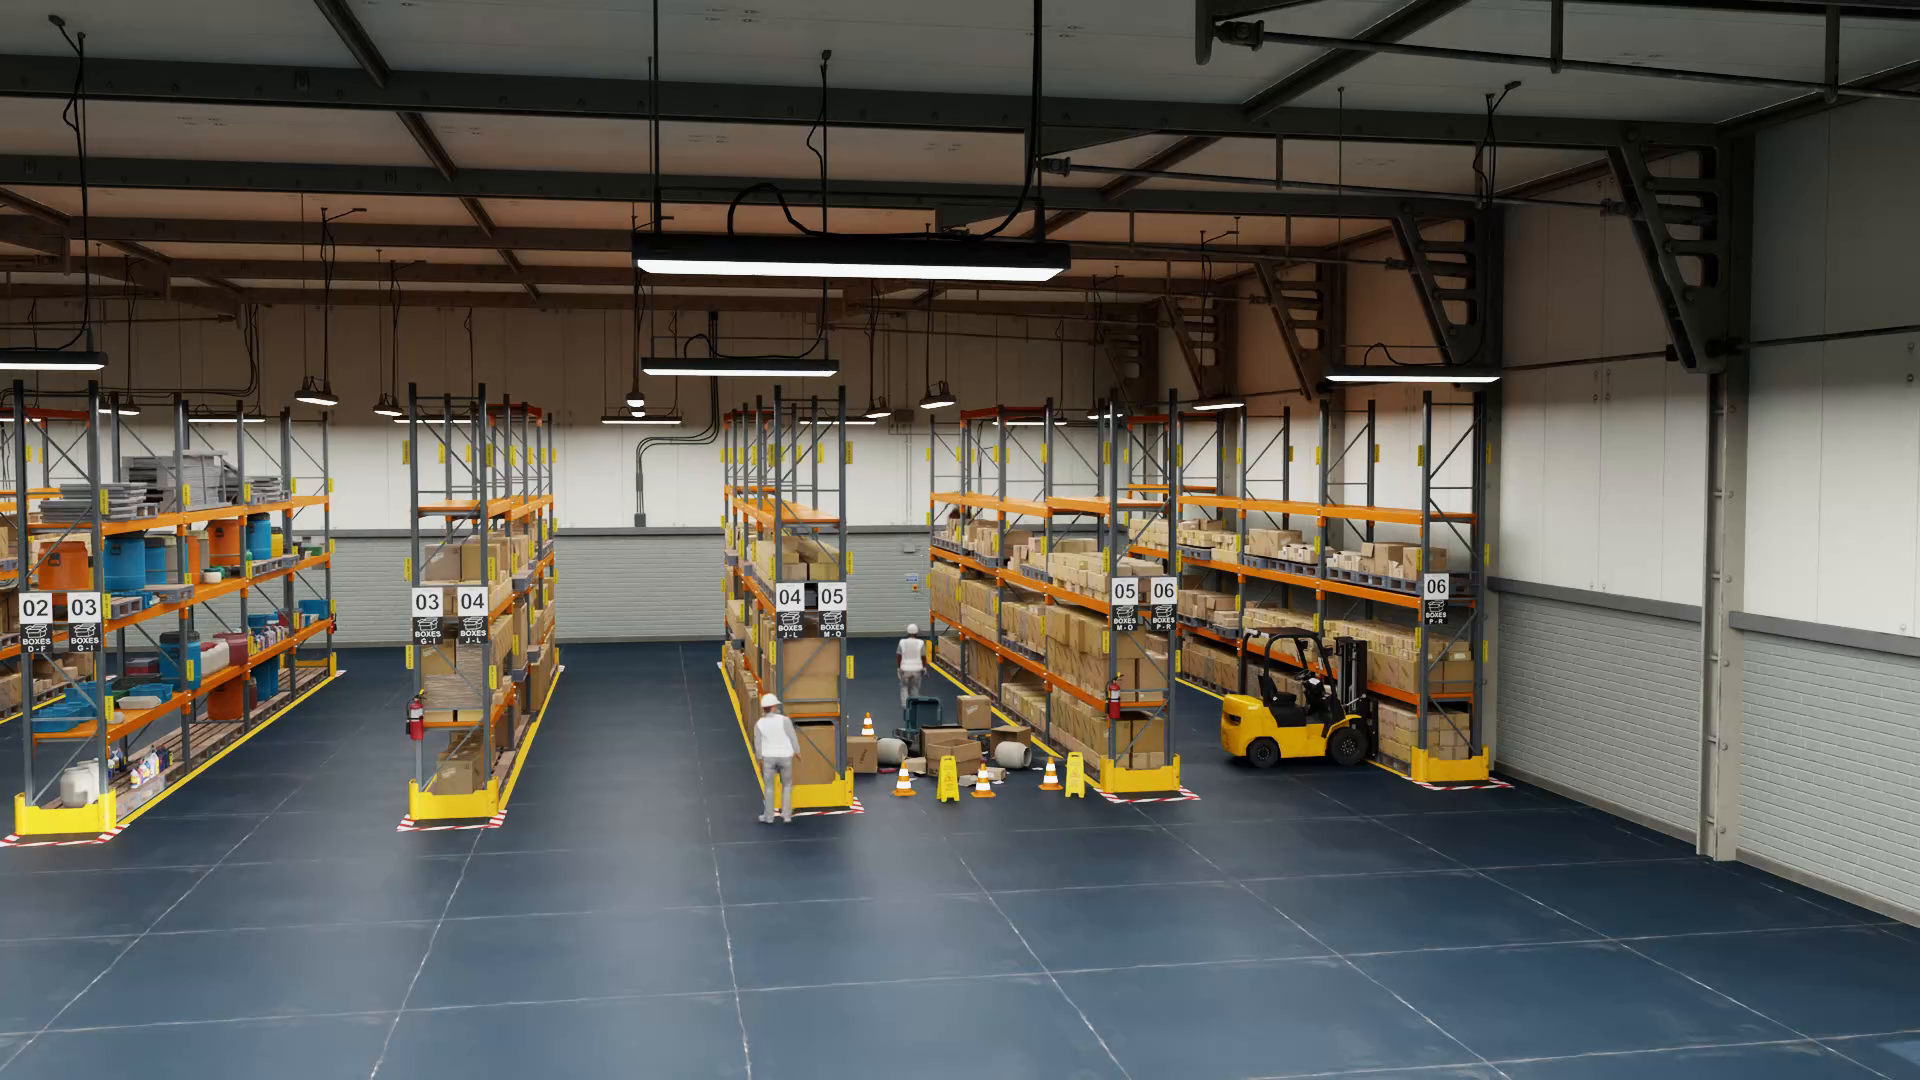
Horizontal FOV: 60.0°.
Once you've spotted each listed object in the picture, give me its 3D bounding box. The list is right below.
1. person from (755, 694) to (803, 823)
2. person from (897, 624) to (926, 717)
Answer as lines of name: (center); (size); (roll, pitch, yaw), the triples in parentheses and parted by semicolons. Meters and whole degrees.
person: (-2.466, 2.987, 22.646); (0.648, 1.805, 0.399); (0, 3, 0)
person: (-0.923, 2.489, 31.723); (0.561, 1.792, 0.447); (0, 3, 0)
